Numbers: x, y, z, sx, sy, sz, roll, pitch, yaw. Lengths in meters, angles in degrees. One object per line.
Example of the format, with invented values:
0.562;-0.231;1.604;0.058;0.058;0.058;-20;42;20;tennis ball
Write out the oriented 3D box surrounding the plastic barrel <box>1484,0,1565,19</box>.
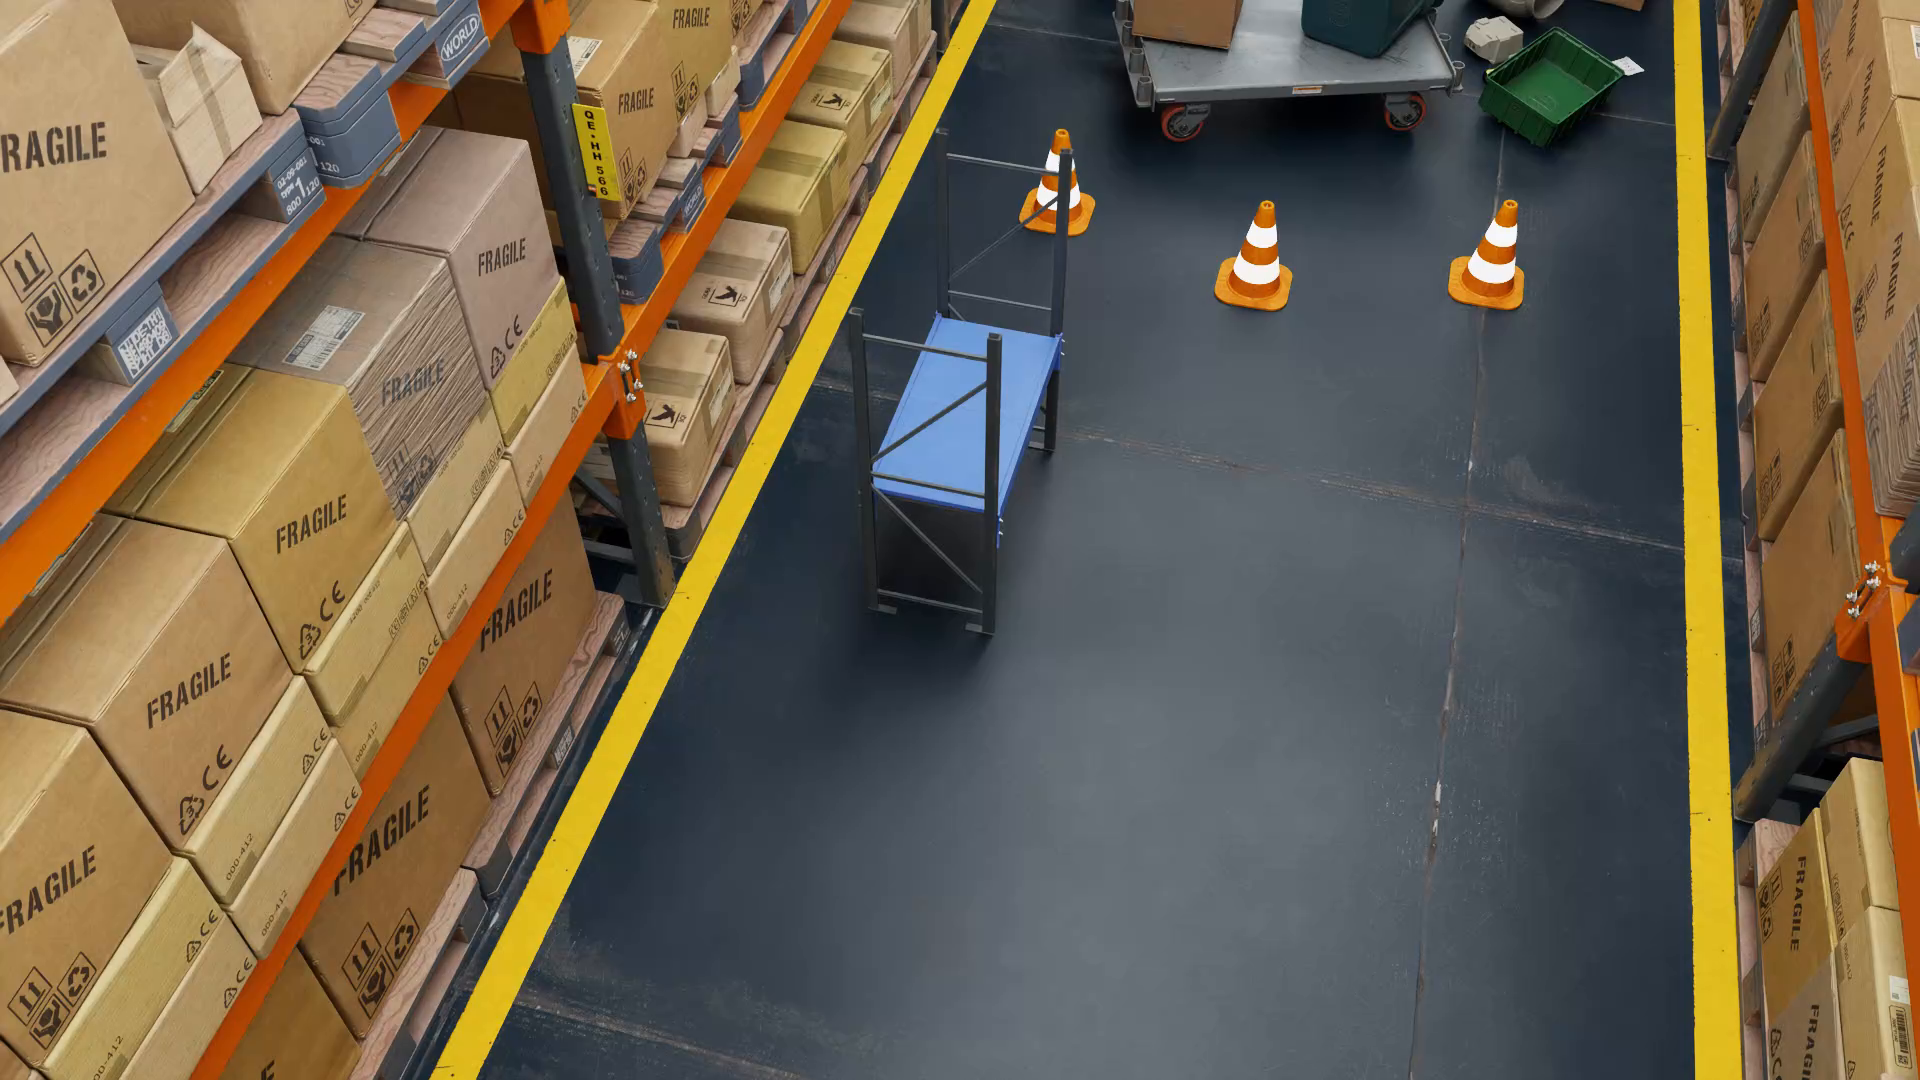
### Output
3.068;-3.123;9.142;0.421;0.421;0.512;-27;54;-22;plastic barrel

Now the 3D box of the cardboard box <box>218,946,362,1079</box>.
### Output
-2.342;1.476;4.503;0.875;0.875;0.875;13;50;11;cardboard box

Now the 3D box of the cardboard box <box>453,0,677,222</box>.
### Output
-1.264;-1.412;5.370;0.500;0.500;0.500;10;49;9;cardboard box

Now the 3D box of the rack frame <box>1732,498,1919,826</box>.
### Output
3.197;0.042;4.632;1.000;3.000;0.127;12;50;10;rack frame

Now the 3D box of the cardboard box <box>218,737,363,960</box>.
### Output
-1.862;0.713;4.139;0.500;0.250;0.500;11;49;9;cardboard box

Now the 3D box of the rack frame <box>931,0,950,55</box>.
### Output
-0.552;-3.755;7.983;1.000;3.000;0.127;12;50;10;rack frame

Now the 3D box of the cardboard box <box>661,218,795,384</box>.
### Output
-1.260;-1.074;7.088;0.950;0.372;0.625;11;49;9;cardboard box

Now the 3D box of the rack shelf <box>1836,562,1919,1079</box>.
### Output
2.670;1.726;3.624;1.077;0.370;4.000;12;50;10;rack shelf

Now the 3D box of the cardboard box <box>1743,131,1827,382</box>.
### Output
3.915;-1.083;6.844;1.050;0.750;0.750;12;50;10;cardboard box

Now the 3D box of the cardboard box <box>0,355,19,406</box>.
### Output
-1.839;-0.308;2.749;0.396;0.266;0.258;15;50;13;cardboard box

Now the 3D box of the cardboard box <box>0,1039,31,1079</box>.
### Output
-2.158;1.032;3.024;0.500;0.500;0.500;11;50;10;cardboard box

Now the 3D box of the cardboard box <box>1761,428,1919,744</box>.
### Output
3.444;0.224;5.691;1.050;0.750;0.750;11;49;10;cardboard box

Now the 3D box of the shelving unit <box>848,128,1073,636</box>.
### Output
0.022;-0.558;6.161;0.538;1.500;1.048;12;50;10;shelving unit

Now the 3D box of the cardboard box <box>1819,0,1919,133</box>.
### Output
3.585;-1.831;6.218;0.500;0.500;0.500;11;50;10;cardboard box

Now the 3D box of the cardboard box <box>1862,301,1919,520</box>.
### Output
3.056;-0.370;4.928;0.500;0.500;0.500;12;50;10;cardboard box

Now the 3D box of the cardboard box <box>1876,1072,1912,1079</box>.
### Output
2.506;1.655;4.095;0.500;0.250;0.500;12;50;10;cardboard box

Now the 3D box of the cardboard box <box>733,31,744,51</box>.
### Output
-1.037;-1.888;6.222;0.380;0.149;0.250;14;50;12;cardboard box

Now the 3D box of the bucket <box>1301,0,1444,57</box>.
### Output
2.061;-2.825;8.331;0.726;0.611;0.620;28;64;22;bucket

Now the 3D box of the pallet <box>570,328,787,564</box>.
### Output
-1.398;-0.504;6.973;1.003;0.211;1.213;12;50;10;pallet

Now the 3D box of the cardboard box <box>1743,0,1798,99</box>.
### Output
4.483;-2.729;8.214;0.875;0.875;0.875;12;50;11;cardboard box

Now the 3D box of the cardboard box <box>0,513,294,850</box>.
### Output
-1.893;0.295;3.675;0.500;0.500;0.500;11;49;9;cardboard box

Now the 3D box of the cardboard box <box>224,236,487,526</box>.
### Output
-1.616;-0.428;4.312;0.500;0.500;0.500;12;50;11;cardboard box

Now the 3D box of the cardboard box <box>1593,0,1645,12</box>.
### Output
3.668;-3.351;9.291;0.500;0.500;0.500;19;51;16;cardboard box

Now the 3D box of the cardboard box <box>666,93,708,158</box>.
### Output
-1.117;-1.503;5.882;0.380;0.149;0.250;9;49;8;cardboard box

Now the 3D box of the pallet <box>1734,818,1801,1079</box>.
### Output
2.990;1.529;5.178;1.003;0.211;1.213;12;50;10;pallet

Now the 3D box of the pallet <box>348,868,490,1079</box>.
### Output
-2.209;1.496;5.208;1.003;0.211;1.213;12;50;10;pallet

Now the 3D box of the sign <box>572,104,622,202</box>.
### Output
-1.069;-1.138;4.900;0.100;0.325;0.005;12;50;10;sign

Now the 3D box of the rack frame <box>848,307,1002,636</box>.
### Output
-0.111;-0.190;5.836;0.500;1.500;0.032;12;50;10;rack frame

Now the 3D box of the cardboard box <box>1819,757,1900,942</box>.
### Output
2.782;0.933;4.732;0.500;0.250;0.500;10;49;8;cardboard box

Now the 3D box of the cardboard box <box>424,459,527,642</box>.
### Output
-1.607;-0.023;4.788;0.500;0.250;0.500;12;50;11;cardboard box

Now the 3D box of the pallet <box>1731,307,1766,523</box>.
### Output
3.800;-0.471;6.944;1.003;0.211;1.213;12;50;10;pallet

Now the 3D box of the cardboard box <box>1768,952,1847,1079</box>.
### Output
2.636;1.555;4.683;0.500;0.500;0.500;12;50;10;cardboard box

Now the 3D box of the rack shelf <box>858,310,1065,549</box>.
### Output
0.022;-0.439;6.296;0.538;0.185;1.000;12;50;10;rack shelf

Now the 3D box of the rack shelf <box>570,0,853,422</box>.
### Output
-1.079;-2.071;6.976;1.077;0.370;4.000;12;50;10;rack shelf

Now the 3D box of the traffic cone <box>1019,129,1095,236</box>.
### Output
0.472;-1.743;7.898;0.336;0.463;0.334;12;50;10;traffic cone

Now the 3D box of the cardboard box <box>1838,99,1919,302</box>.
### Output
3.321;-1.092;5.566;0.500;0.500;0.500;11;49;9;cardboard box

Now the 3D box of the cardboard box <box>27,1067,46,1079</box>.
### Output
-2.160;1.270;3.314;0.500;0.250;0.500;12;50;11;cardboard box

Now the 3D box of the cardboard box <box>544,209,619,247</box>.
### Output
-1.340;-1.116;5.541;0.380;0.149;0.250;9;49;8;cardboard box

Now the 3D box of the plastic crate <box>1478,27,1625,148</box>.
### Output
3.031;-2.325;8.557;0.662;0.188;0.450;-37;68;-28;plastic crate

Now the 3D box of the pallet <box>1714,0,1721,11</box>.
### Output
4.844;-3.349;9.484;1.003;0.211;1.213;12;50;10;pallet

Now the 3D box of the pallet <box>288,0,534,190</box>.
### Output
-1.724;-1.316;3.955;1.213;0.211;1.003;14;50;12;pallet

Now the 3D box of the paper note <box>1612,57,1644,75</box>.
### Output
3.553;-2.534;8.885;0.147;0.020;0.142;-19;51;-16;paper note

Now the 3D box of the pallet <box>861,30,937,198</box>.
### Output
-0.756;-2.269;8.531;1.003;0.211;1.213;12;50;10;pallet

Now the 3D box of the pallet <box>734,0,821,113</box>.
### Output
-1.124;-2.239;6.772;1.003;0.211;1.213;12;50;10;pallet

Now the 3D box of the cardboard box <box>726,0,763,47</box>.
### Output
-1.000;-2.176;6.044;0.500;0.500;0.500;12;50;11;cardboard box

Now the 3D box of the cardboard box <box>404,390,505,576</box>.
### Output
-1.619;-0.206;4.617;0.500;0.250;0.500;10;49;9;cardboard box

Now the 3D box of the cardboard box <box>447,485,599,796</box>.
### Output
-1.867;0.185;5.642;0.875;0.875;0.875;11;50;10;cardboard box

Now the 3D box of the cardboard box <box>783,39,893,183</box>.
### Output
-0.874;-2.124;8.016;0.950;0.372;0.625;14;50;12;cardboard box

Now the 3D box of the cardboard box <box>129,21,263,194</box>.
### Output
-1.630;-0.884;3.257;0.396;0.266;0.258;10;49;9;cardboard box

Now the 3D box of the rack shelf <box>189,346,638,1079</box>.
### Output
-2.132;0.822;4.422;1.077;0.370;4.000;12;50;10;rack shelf

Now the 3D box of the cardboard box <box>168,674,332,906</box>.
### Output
-1.870;0.544;3.955;0.500;0.250;0.500;10;49;9;cardboard box
